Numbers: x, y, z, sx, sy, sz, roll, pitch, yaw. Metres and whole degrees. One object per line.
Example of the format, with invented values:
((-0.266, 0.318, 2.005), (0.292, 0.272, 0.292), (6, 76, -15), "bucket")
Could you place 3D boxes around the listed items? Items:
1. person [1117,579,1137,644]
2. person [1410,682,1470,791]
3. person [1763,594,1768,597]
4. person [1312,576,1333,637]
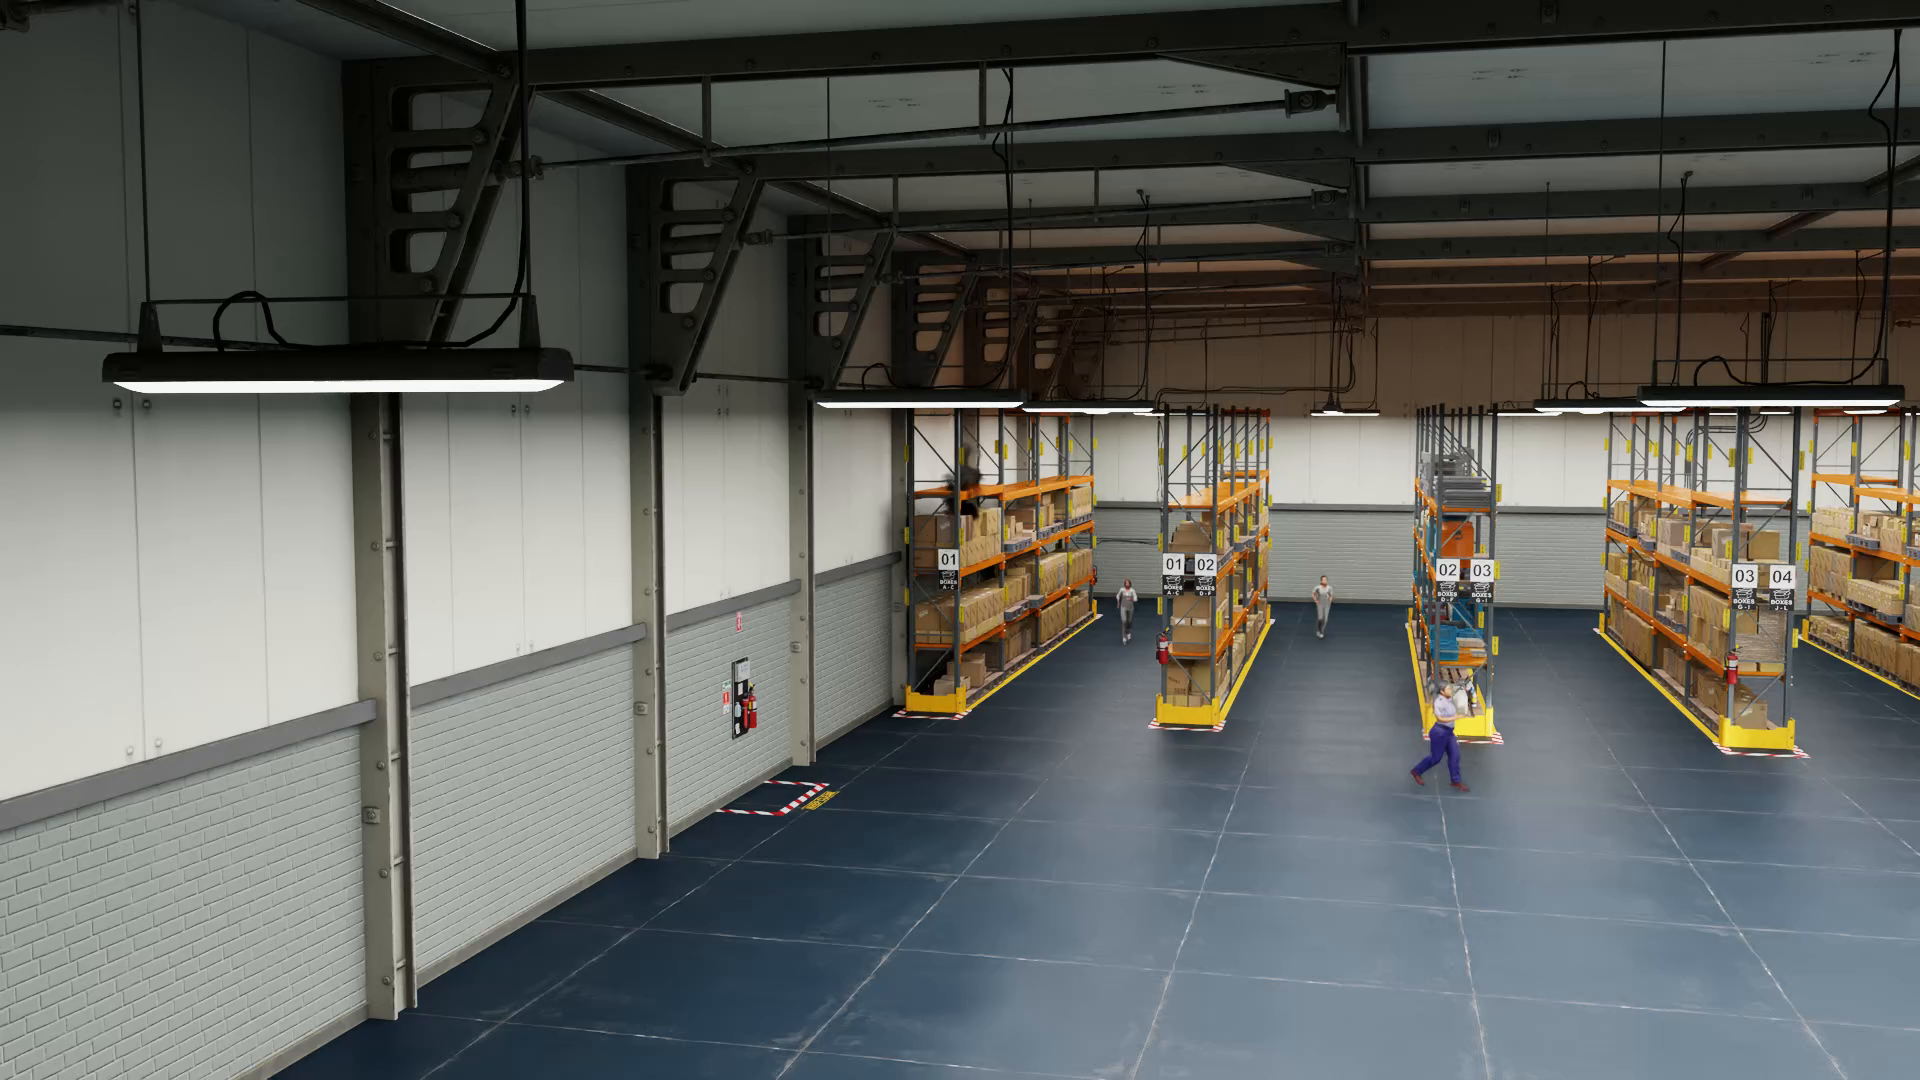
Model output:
((4.276, 1.809, 42.578), (0.519, 1.626, 0.797), (0, 4, 3), "person")
((7.418, 3.013, 25.649), (0.902, 1.655, 0.632), (3, 5, 34), "person")
((20.783, 1.684, 43.650), (0.783, 1.682, 0.661), (2, 5, 27), "person")
((9.467, 1.741, 43.330), (0.537, 1.627, 0.588), (0, 4, 0), "person")
